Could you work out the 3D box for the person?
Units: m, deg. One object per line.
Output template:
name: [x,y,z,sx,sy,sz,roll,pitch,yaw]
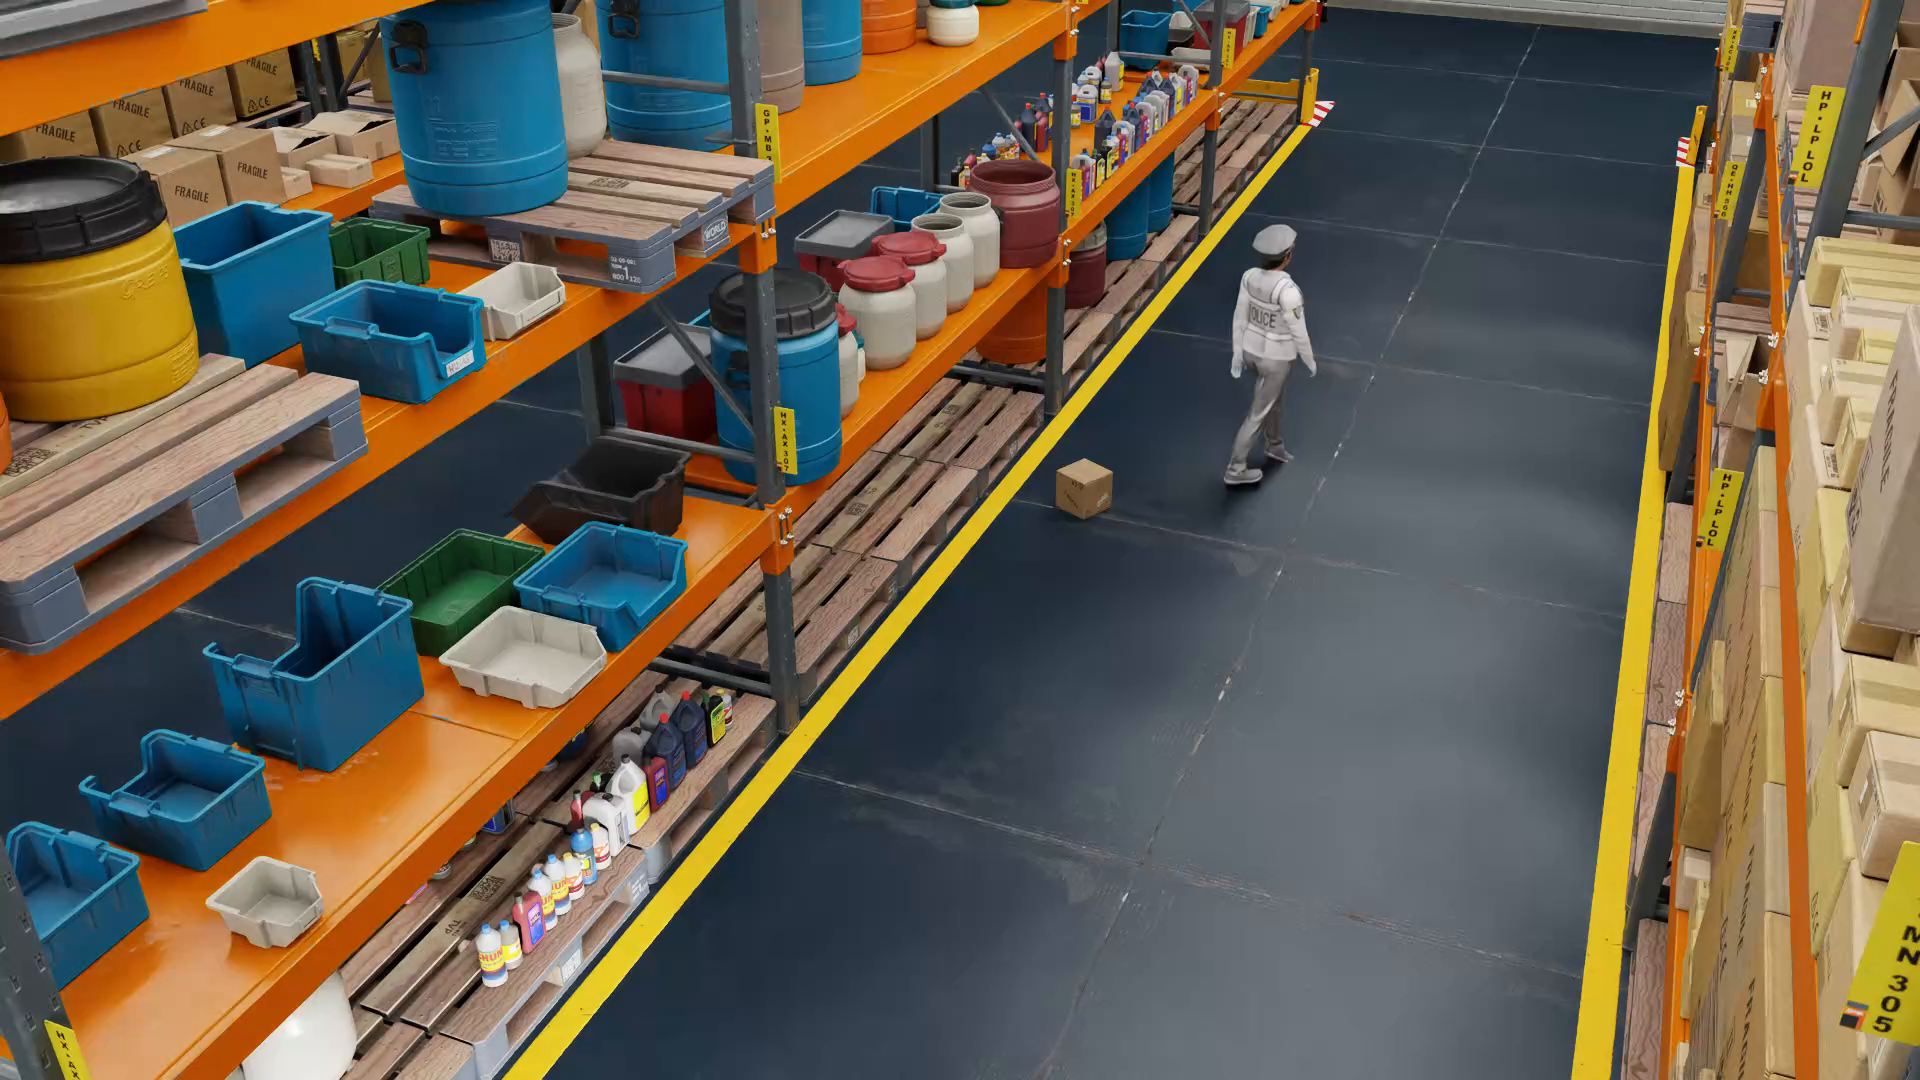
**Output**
person: [1.980,-1.132,10.359,0.694,1.735,0.486,-16,34,-26]
